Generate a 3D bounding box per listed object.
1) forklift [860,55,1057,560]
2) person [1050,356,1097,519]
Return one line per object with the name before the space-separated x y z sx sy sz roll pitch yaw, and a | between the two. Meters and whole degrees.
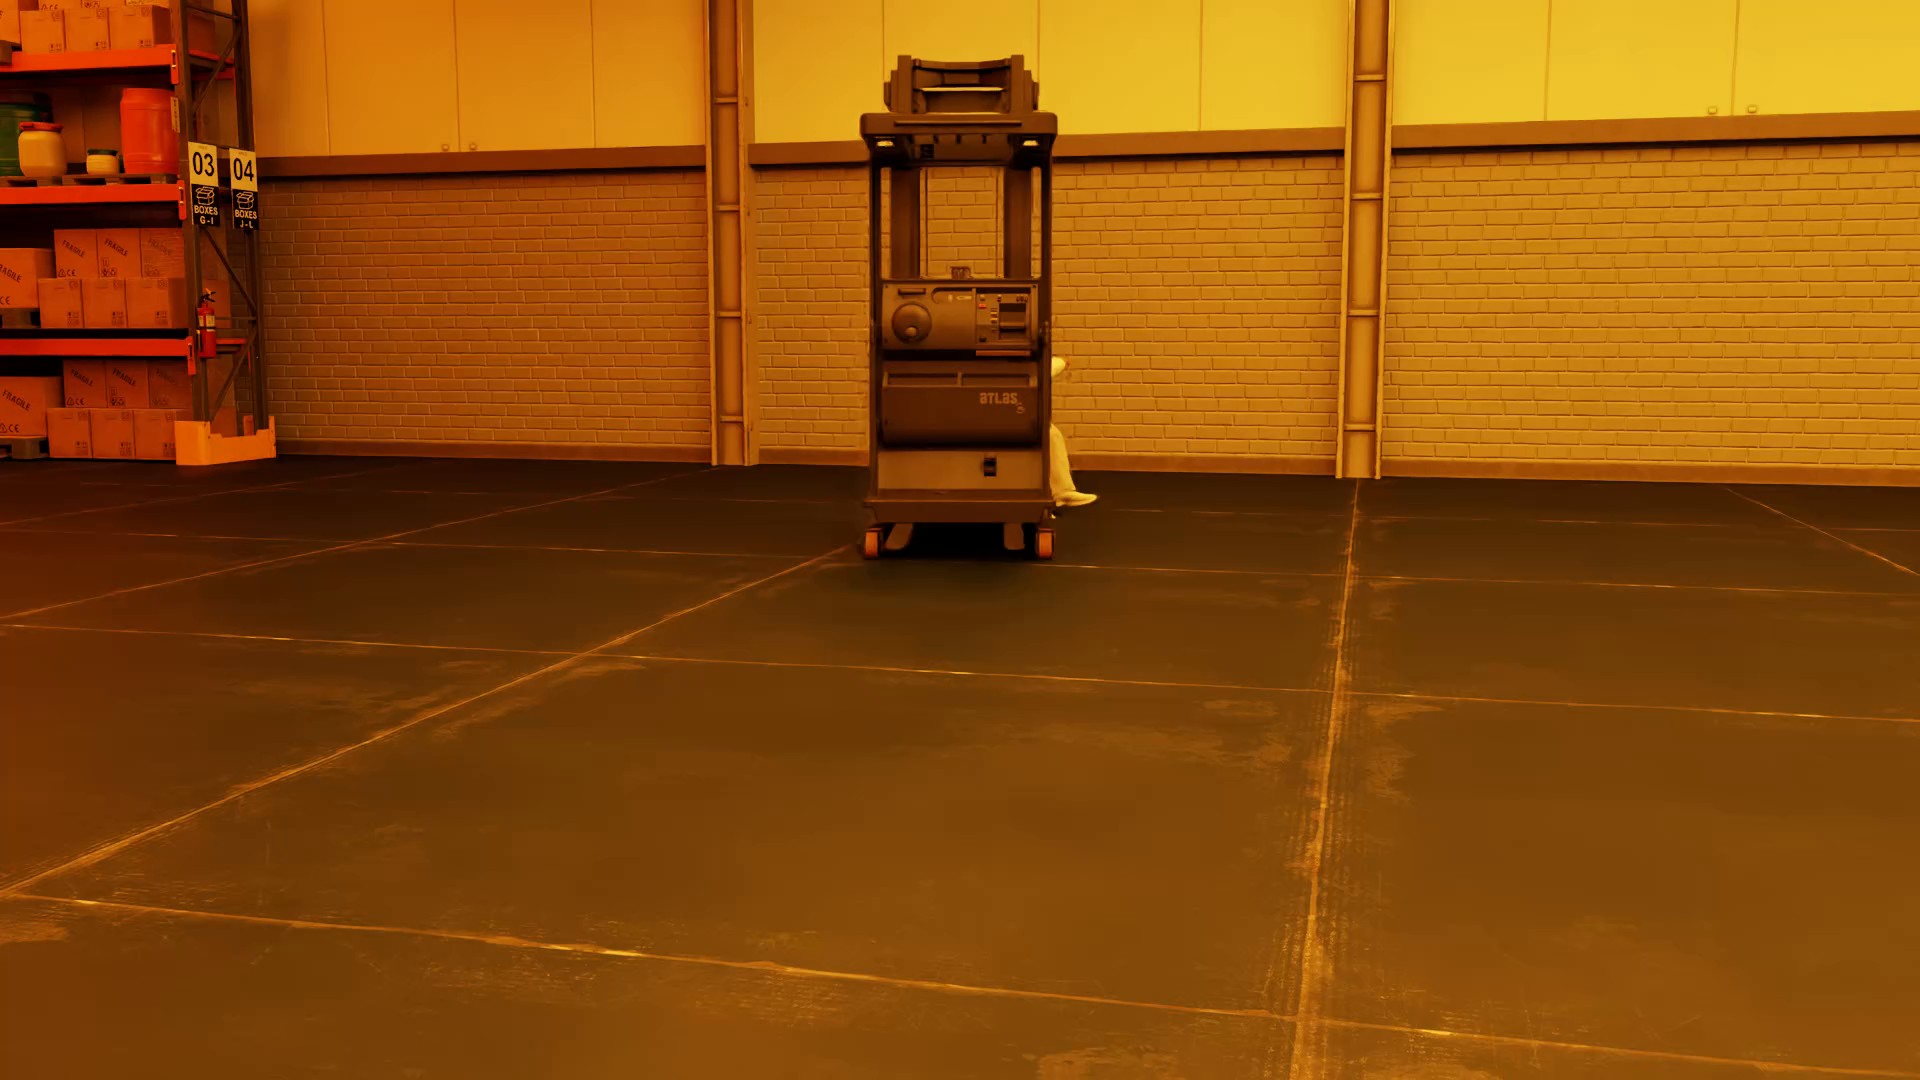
forklift | -0.001 -1.378 9.708 1.130 2.935 3.031 0 7 1
person | 0.556 -0.941 12.219 1.029 1.485 1.200 2 7 15
